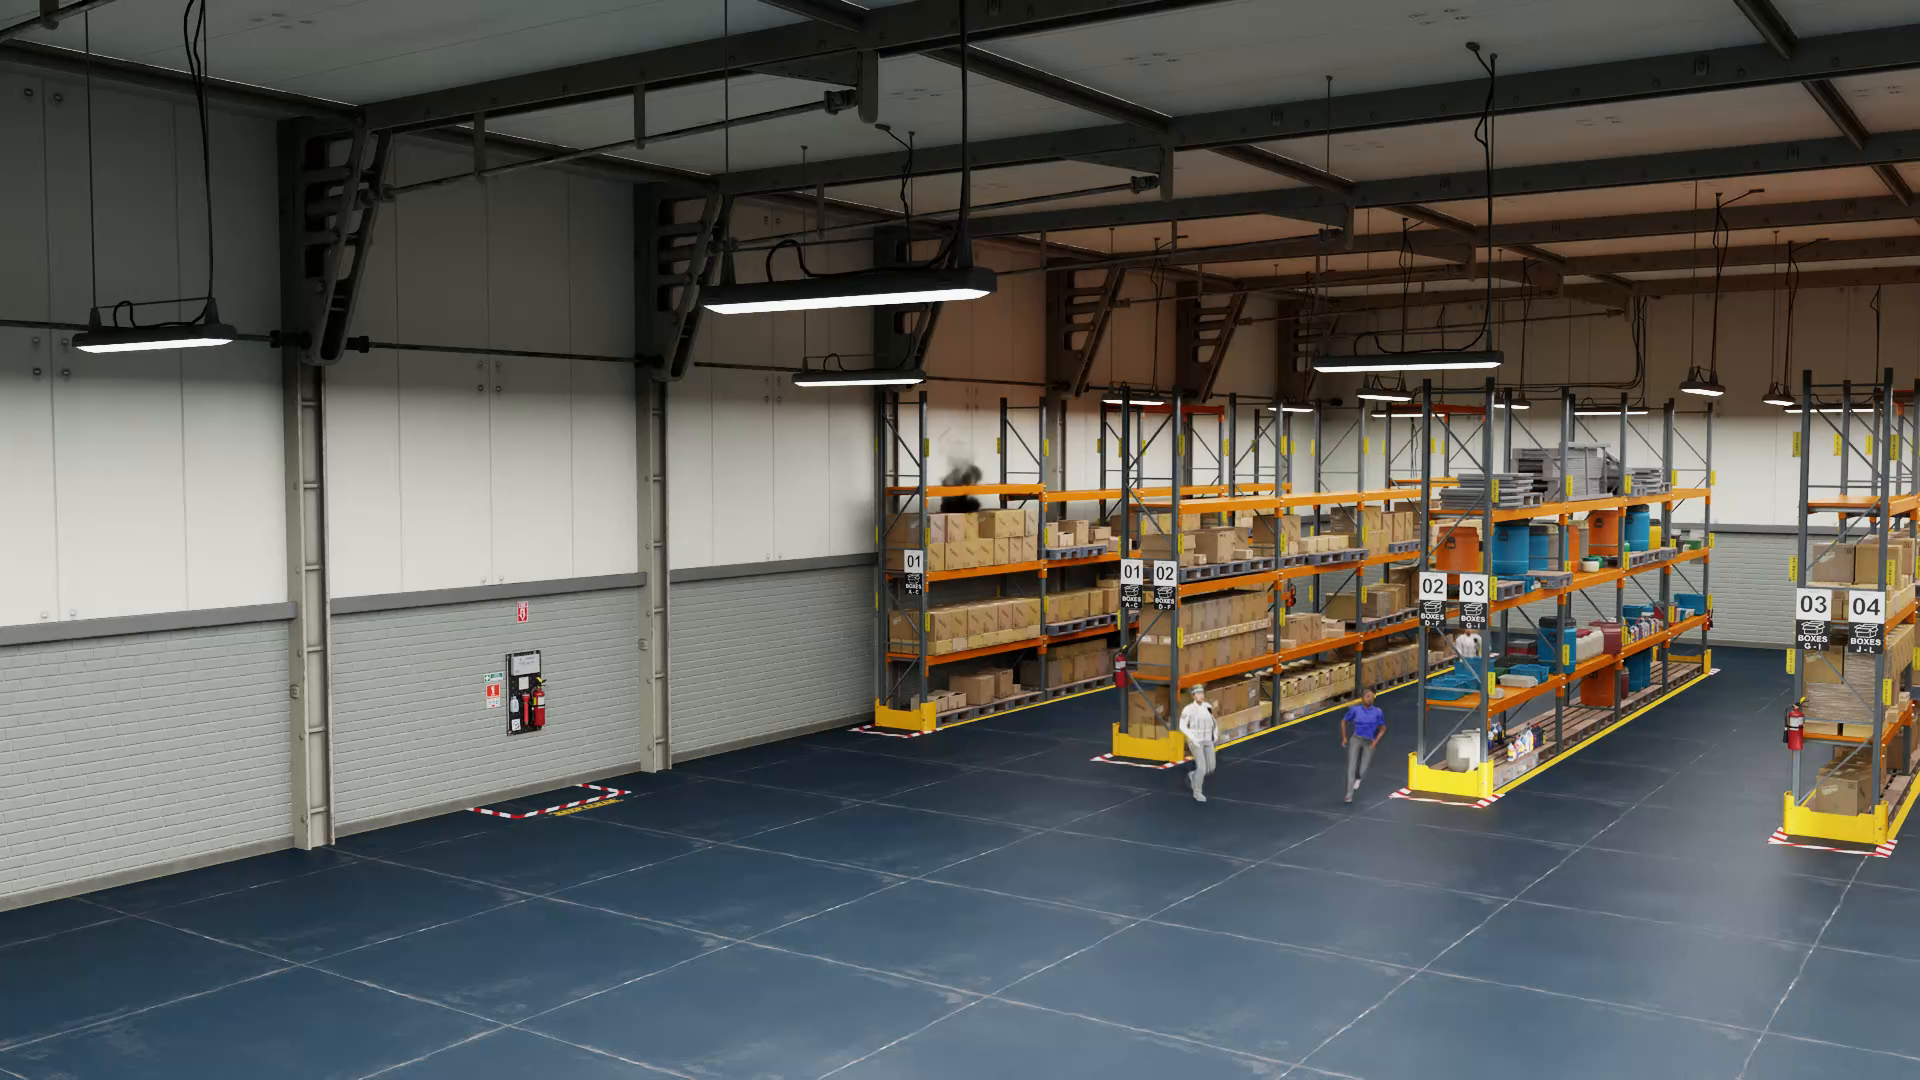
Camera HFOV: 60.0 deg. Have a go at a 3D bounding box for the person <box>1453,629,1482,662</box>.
[{"bbox_3d":[9.766,2.398,31.891,0.590,1.740,0.726,2,4,27],"label":"person"}]

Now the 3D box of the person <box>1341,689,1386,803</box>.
[{"bbox_3d":[5.715,2.902,23.589,0.621,1.591,0.663,1,3,14],"label":"person"}]

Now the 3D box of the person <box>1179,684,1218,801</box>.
[{"bbox_3d":[3.407,2.866,23.699,0.619,1.667,0.508,-1,3,-24],"label":"person"}]
